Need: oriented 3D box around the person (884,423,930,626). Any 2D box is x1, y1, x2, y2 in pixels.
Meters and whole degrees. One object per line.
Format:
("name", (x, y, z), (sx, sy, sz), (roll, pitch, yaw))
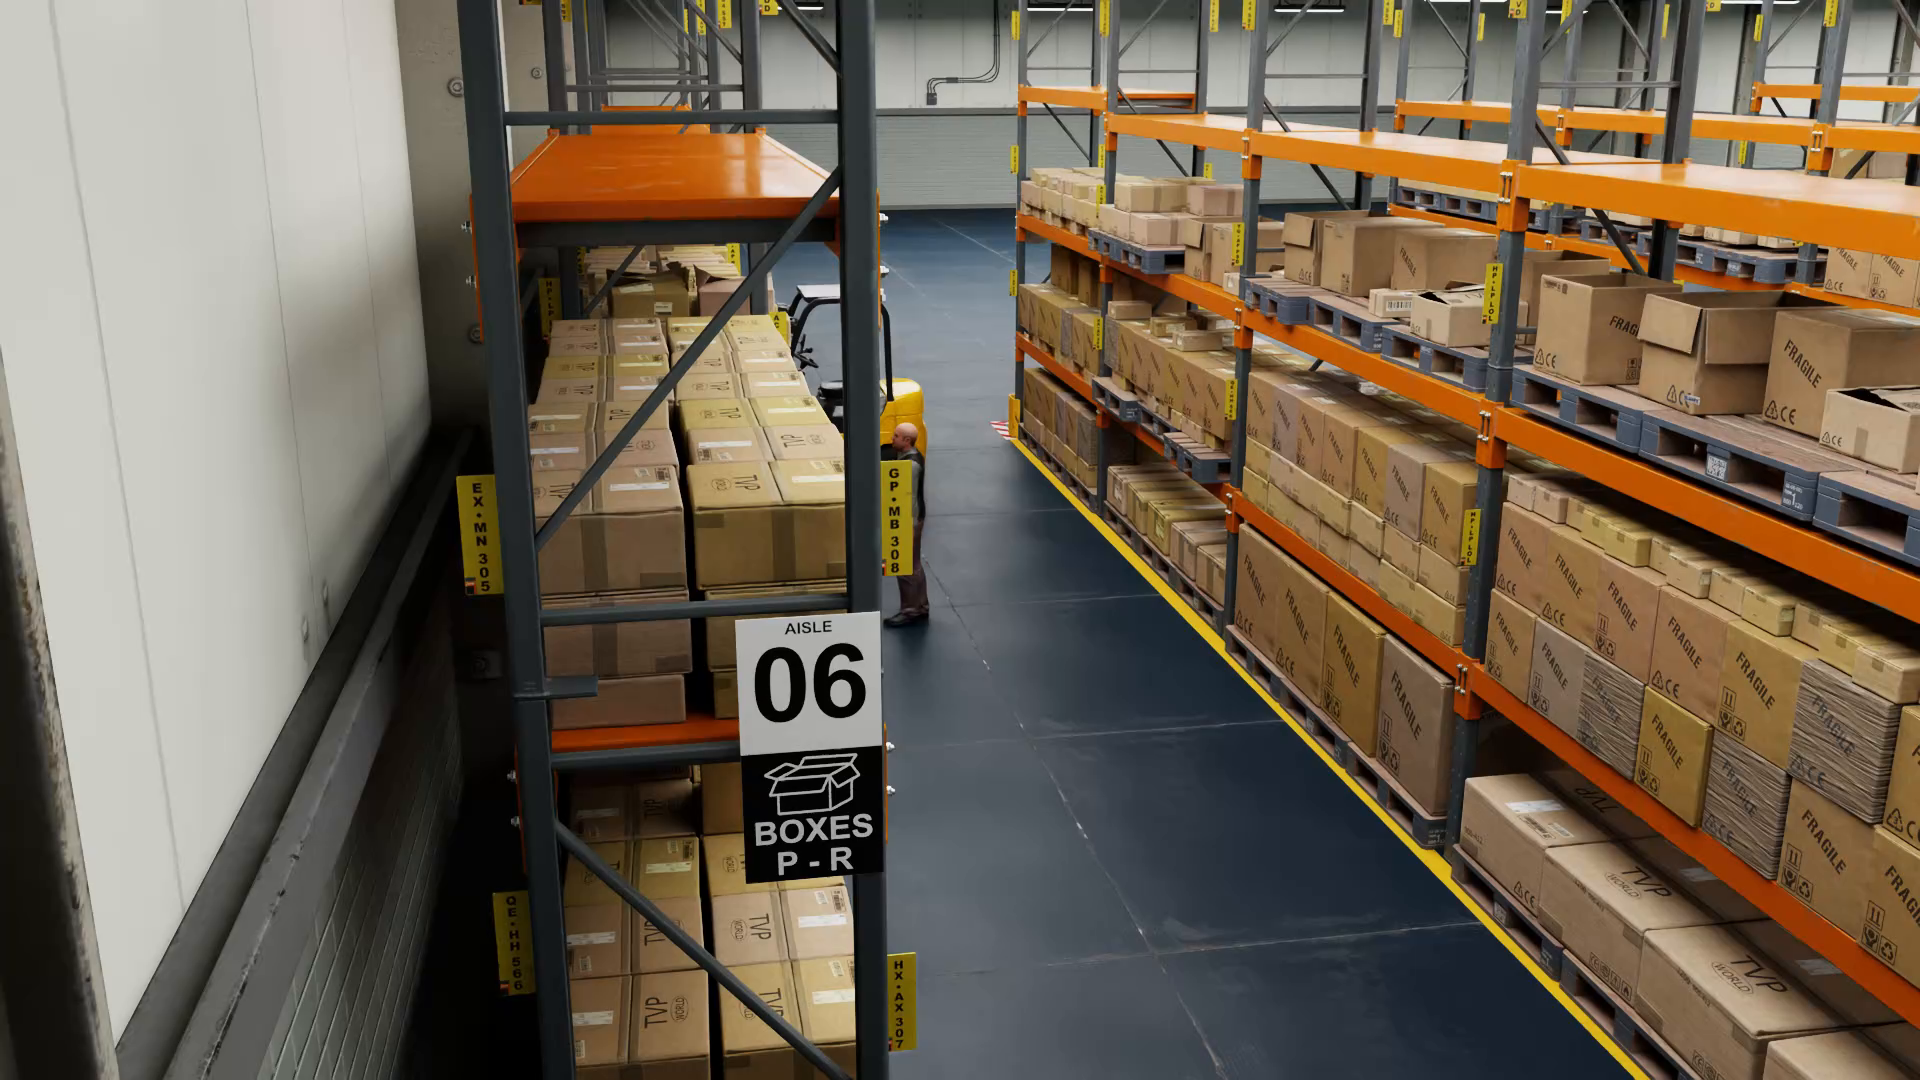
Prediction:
("person", (-0.453, -0.150, 14.039), (0.384, 1.721, 0.593), (1, 16, 3))
